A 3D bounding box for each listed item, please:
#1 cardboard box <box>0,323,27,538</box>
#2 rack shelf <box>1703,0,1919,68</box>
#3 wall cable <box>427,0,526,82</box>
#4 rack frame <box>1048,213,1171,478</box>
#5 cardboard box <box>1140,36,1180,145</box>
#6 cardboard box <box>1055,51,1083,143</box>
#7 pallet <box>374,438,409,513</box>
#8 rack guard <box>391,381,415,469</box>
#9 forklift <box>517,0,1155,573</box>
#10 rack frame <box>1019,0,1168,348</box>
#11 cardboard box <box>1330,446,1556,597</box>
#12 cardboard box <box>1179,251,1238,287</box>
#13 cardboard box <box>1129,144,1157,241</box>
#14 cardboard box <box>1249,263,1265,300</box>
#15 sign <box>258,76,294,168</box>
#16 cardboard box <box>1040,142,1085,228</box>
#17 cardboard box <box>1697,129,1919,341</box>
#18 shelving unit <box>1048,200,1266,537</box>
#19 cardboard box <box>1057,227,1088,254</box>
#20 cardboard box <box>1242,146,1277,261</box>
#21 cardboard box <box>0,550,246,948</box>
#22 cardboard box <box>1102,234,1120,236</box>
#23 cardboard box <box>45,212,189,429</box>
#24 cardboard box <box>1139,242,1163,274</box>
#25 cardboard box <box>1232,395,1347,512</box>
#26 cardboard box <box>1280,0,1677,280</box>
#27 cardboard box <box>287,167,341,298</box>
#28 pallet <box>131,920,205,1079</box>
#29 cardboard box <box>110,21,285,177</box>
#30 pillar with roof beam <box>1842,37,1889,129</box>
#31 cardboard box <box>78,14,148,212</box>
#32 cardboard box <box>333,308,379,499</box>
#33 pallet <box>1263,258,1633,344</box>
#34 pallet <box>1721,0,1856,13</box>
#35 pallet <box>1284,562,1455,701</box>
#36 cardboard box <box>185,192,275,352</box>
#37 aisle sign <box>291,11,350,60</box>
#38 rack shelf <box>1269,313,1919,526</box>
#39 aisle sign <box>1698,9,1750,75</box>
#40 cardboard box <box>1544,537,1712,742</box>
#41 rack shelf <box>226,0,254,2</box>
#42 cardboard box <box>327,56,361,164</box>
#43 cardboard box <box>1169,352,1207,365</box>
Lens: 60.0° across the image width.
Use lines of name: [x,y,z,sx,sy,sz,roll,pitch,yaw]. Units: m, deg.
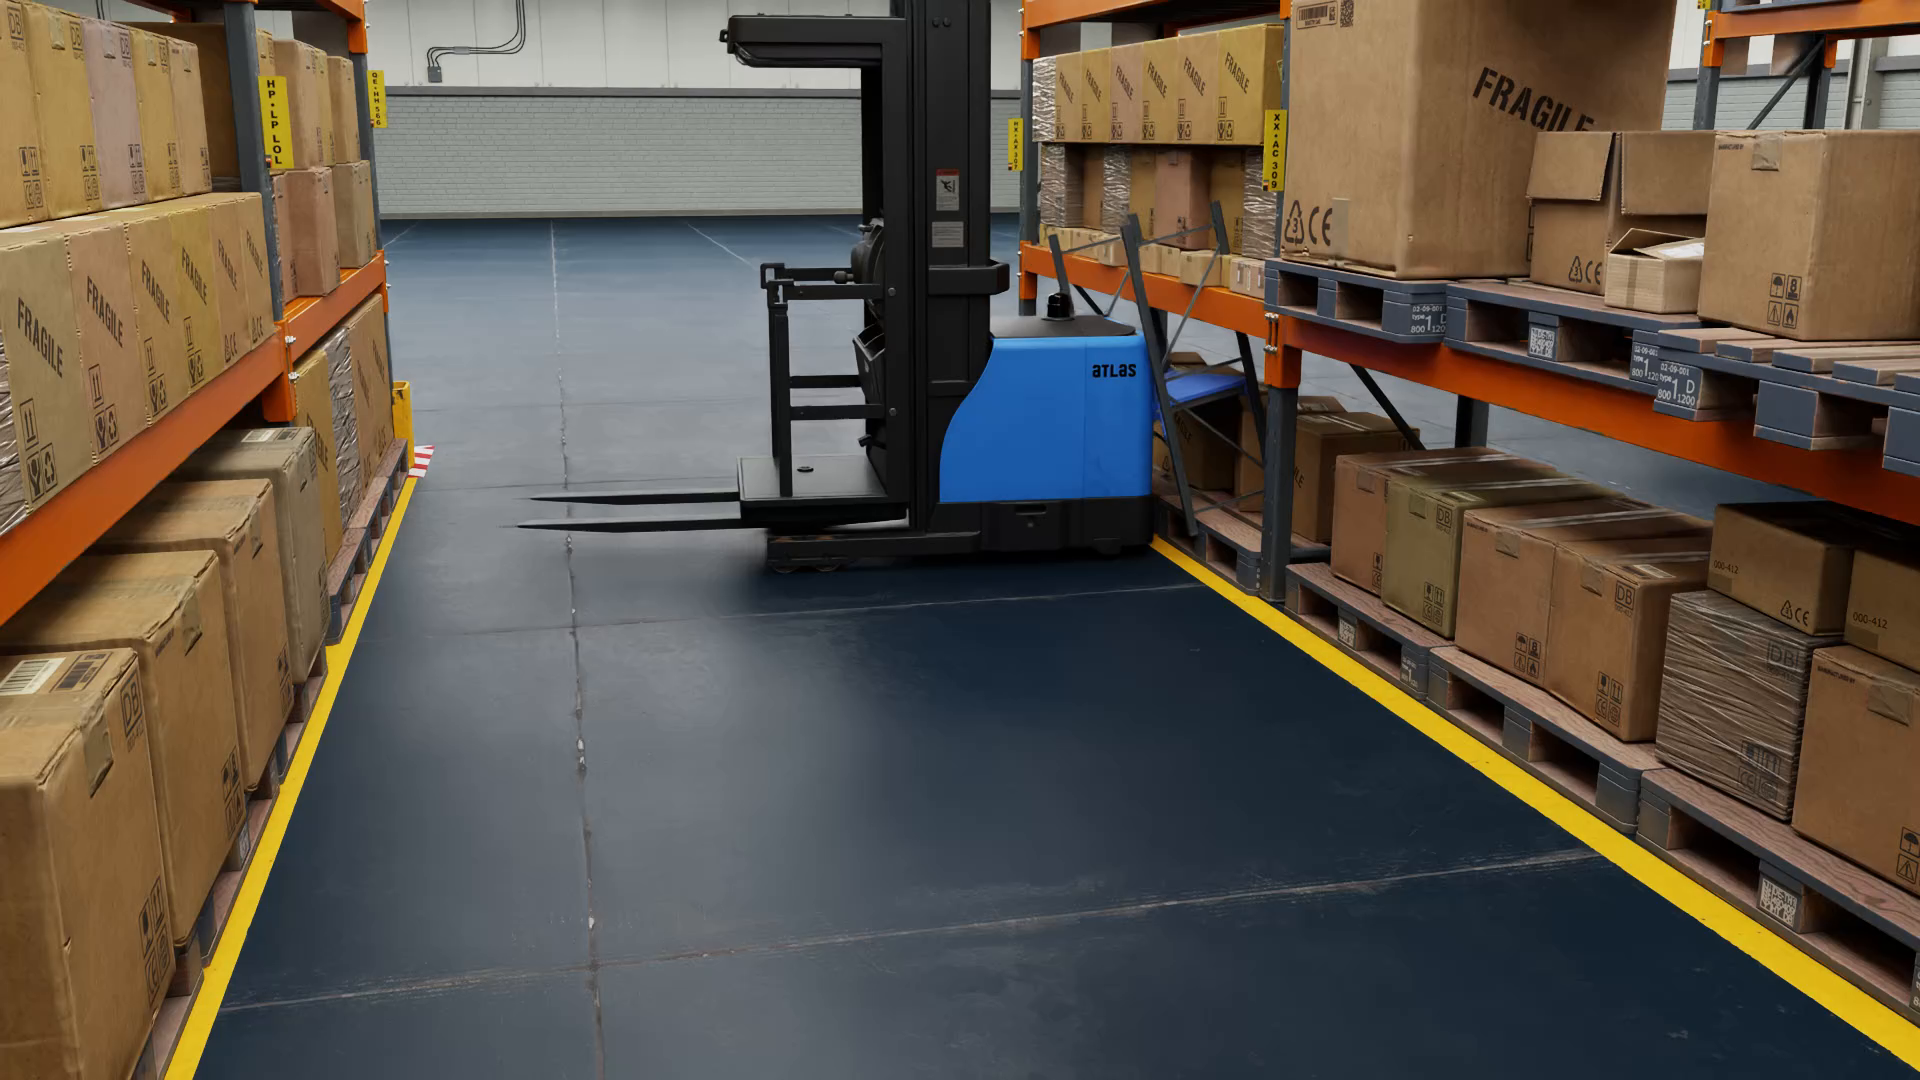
cardboard box: [-1.923,-0.208,2.748,0.500,0.500,0.500,-3,14,-13]
rack shelf: [6.170,-3.062,9.835,1.077,0.370,4.000,-3,14,-13]
wall cable: [-11.504,-13.865,39.051,2.305,6.003,0.169,-3,14,-13]
rack frame: [0.869,-0.934,8.817,0.500,1.500,0.032,-17,12,-13]
cardboard box: [1.217,-2.215,8.228,0.500,0.500,0.500,-3,14,-13]
cardboard box: [0.861,-2.561,9.643,0.500,0.500,0.500,-3,14,-13]
pallet: [-3.695,-0.352,9.422,1.003,0.211,1.213,-3,14,-13]
rack guard: [-3.964,-0.678,10.148,1.175,0.500,0.348,-3,14,-13]
forklift: [-0.618,-1.402,7.991,3.031,2.935,1.130,-2,14,-8]
rack frame: [0.886,-2.140,10.864,1.000,3.000,0.127,-3,14,-13]
cardboard box: [1.949,-0.073,6.747,0.700,0.500,0.500,-4,14,-18]
cardboard box: [1.273,-1.299,7.952,0.380,0.149,0.250,-3,14,-13]
cardboard box: [1.404,-1.862,8.890,0.875,0.500,0.500,-3,14,-13]
cardboard box: [1.489,-1.128,7.253,0.380,0.149,0.250,-3,14,-13]
sign: [-2.494,-1.520,6.056,0.100,0.325,0.005,-3,14,-13]
cardboard box: [0.989,-2.204,10.292,0.875,0.500,0.500,-3,14,-13]
cardboard box: [2.371,-0.792,4.254,0.700,0.500,0.500,-1,14,-5]
shelving unit: [1.010,-0.867,8.333,0.538,1.500,1.048,-17,12,-13]
cardboard box: [0.806,-1.821,10.091,0.380,0.149,0.250,-3,14,-13]
cardboard box: [1.780,-1.517,7.479,0.875,0.500,0.500,-3,14,-13]
cardboard box: [-2.344,0.501,3.912,1.050,0.750,0.750,-3,14,-12]
cardboard box: [1.022,-1.651,9.392,0.380,0.149,0.250,-3,14,-13]
cardboard box: [-2.278,-0.557,4.174,0.500,0.500,0.500,-3,14,-14]
cardboard box: [1.151,-1.475,8.673,0.380,0.149,0.250,-3,14,-13]
cardboard box: [1.629,-0.433,8.260,0.500,0.500,0.500,1,14,5]
cardboard box: [1.876,-1.521,6.184,1.000,1.000,1.000,-3,14,-13]
cardboard box: [-3.281,-1.378,7.430,0.875,0.550,0.550,-3,14,-13]
pallet: [-2.192,1.128,3.367,1.003,0.211,1.213,-3,14,-13]
cardboard box: [-3.073,-1.648,6.261,0.875,0.550,0.550,-3,14,-13]
pillar with roof beam: [9.333,-8.297,23.428,9.100,9.000,0.400,-3,14,-13]
cardboard box: [-2.656,-1.149,4.491,0.700,0.500,0.500,-3,14,-13]
cardboard box: [-3.527,-0.703,8.575,0.875,0.875,0.875,-4,14,-14]
pallet: [1.864,-0.939,6.355,1.003,0.211,1.213,-3,14,-13]
pallet: [5.800,-3.585,10.857,1.003,0.211,1.213,-3,14,-13]
pallet: [2.010,0.317,6.683,1.003,0.211,1.213,-3,14,-13]
cardboard box: [-2.637,-0.907,5.608,0.500,0.500,0.500,-3,14,-14]
aisle sign: [-3.684,-3.182,9.655,0.394,0.787,0.004,-3,14,-13]
rack shelf: [2.295,-0.406,5.284,1.077,0.370,4.000,-3,14,-13]
aisle sign: [5.399,-3.679,11.687,0.394,0.787,0.004,-3,14,-13]
cardboard box: [2.306,0.295,5.237,0.700,0.500,0.500,-2,14,-8]
rack shelf: [-2.550,-1.610,3.892,1.077,0.370,4.000,-3,14,-13]
cardboard box: [-3.690,-2.274,8.825,0.875,0.550,0.550,-3,14,-13]
cardboard box: [1.190,-0.848,9.961,0.500,0.500,0.500,0,14,2]
